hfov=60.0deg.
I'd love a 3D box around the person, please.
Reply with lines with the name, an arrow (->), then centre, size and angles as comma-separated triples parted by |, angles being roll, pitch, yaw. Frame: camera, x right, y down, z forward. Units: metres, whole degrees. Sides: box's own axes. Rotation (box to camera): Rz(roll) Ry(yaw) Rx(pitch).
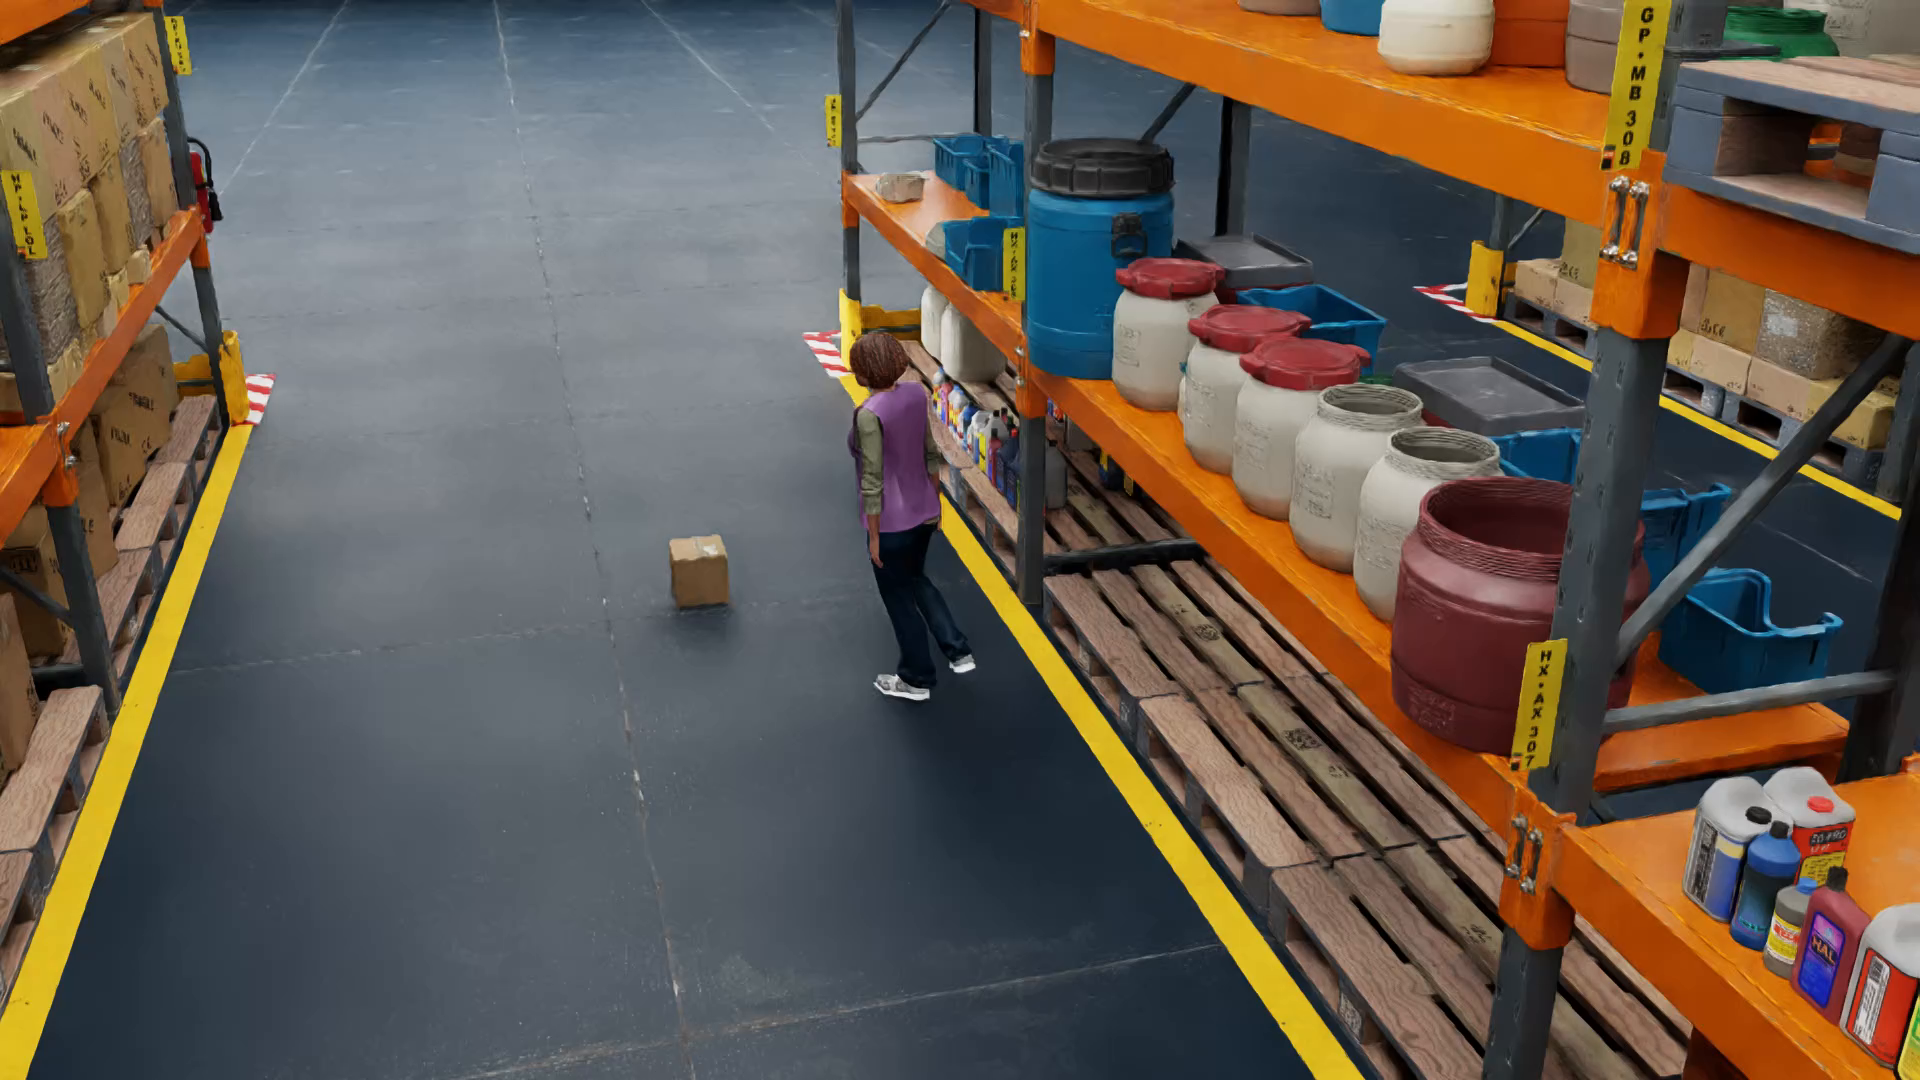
person -> -0.188, -0.065, 6.757 | 0.488, 1.592, 0.475 | 16, 28, 33
